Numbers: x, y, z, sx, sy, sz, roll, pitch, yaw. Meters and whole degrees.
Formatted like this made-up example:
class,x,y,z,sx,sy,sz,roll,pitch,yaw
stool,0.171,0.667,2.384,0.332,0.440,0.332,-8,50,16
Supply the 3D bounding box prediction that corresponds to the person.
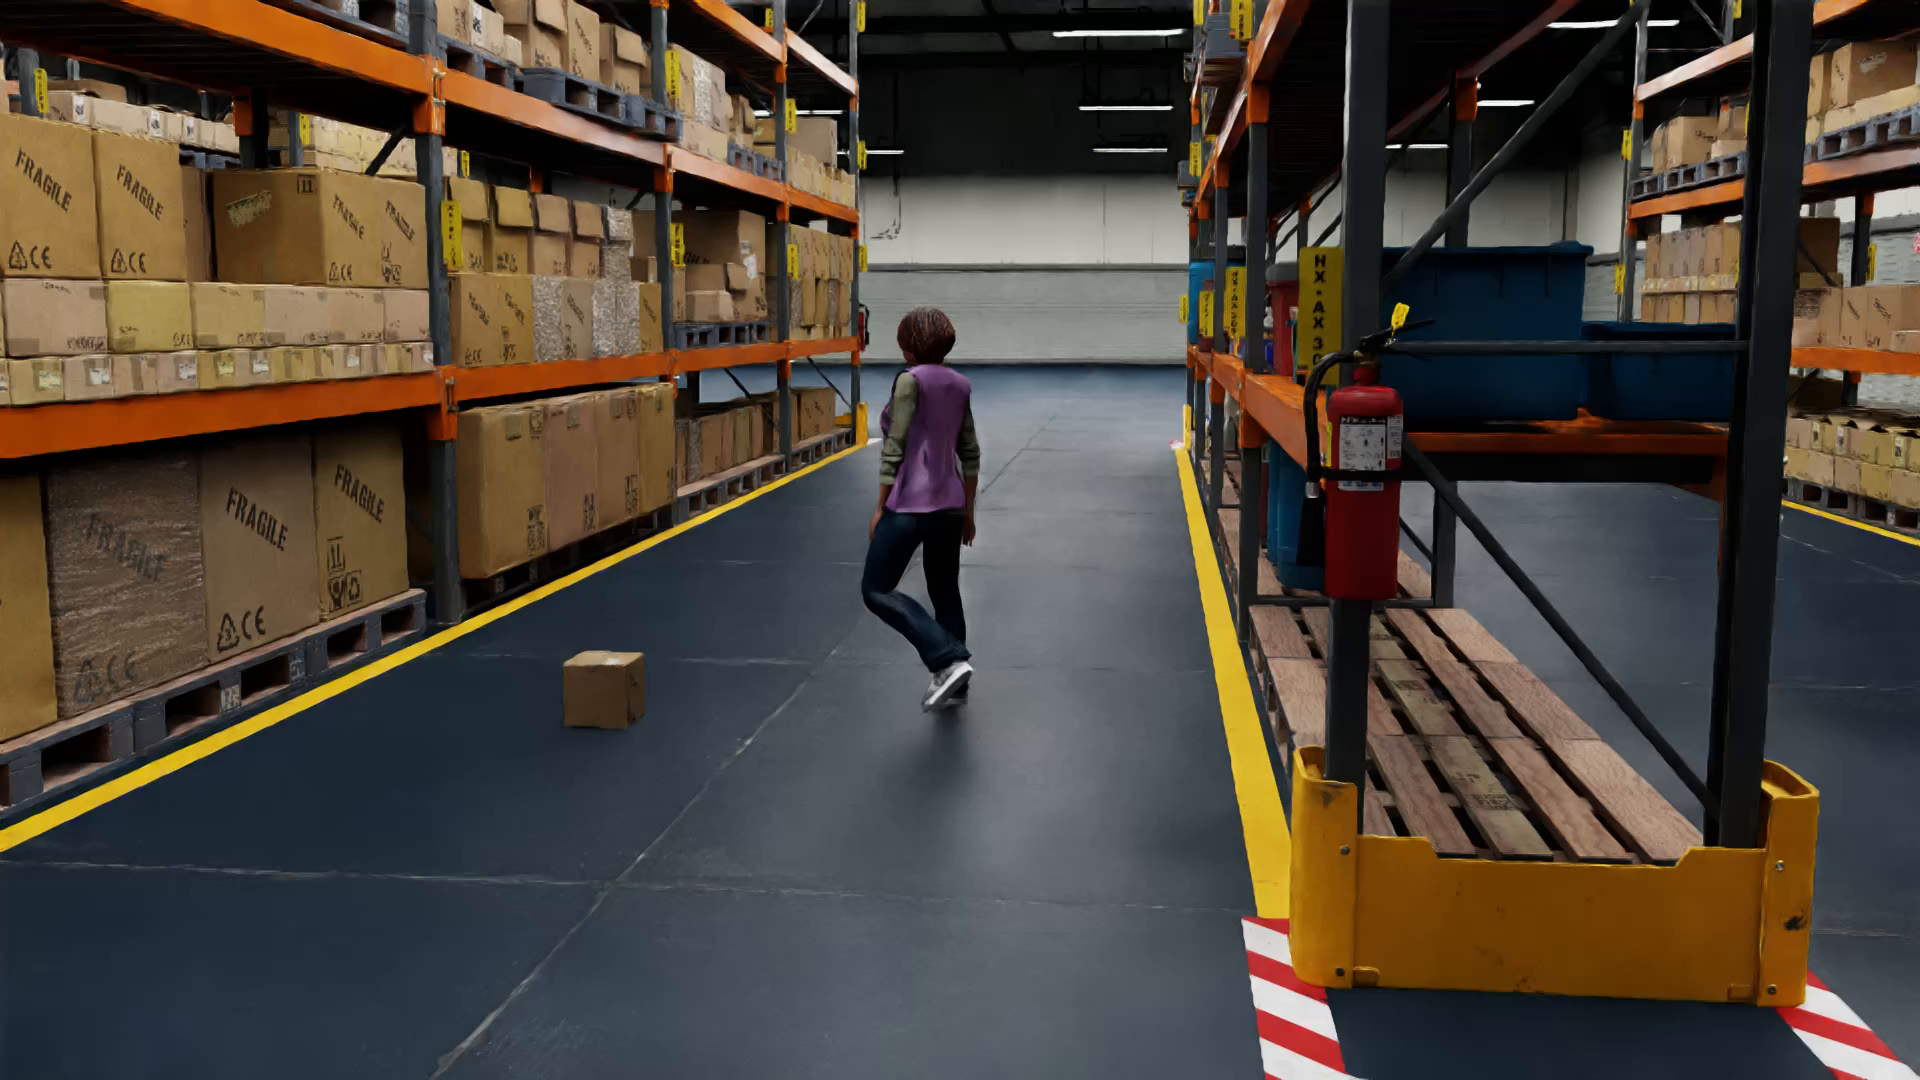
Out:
class,x,y,z,sx,sy,sz,roll,pitch,yaw
person,-0.075,-0.098,6.421,0.498,1.594,0.560,7,10,40
